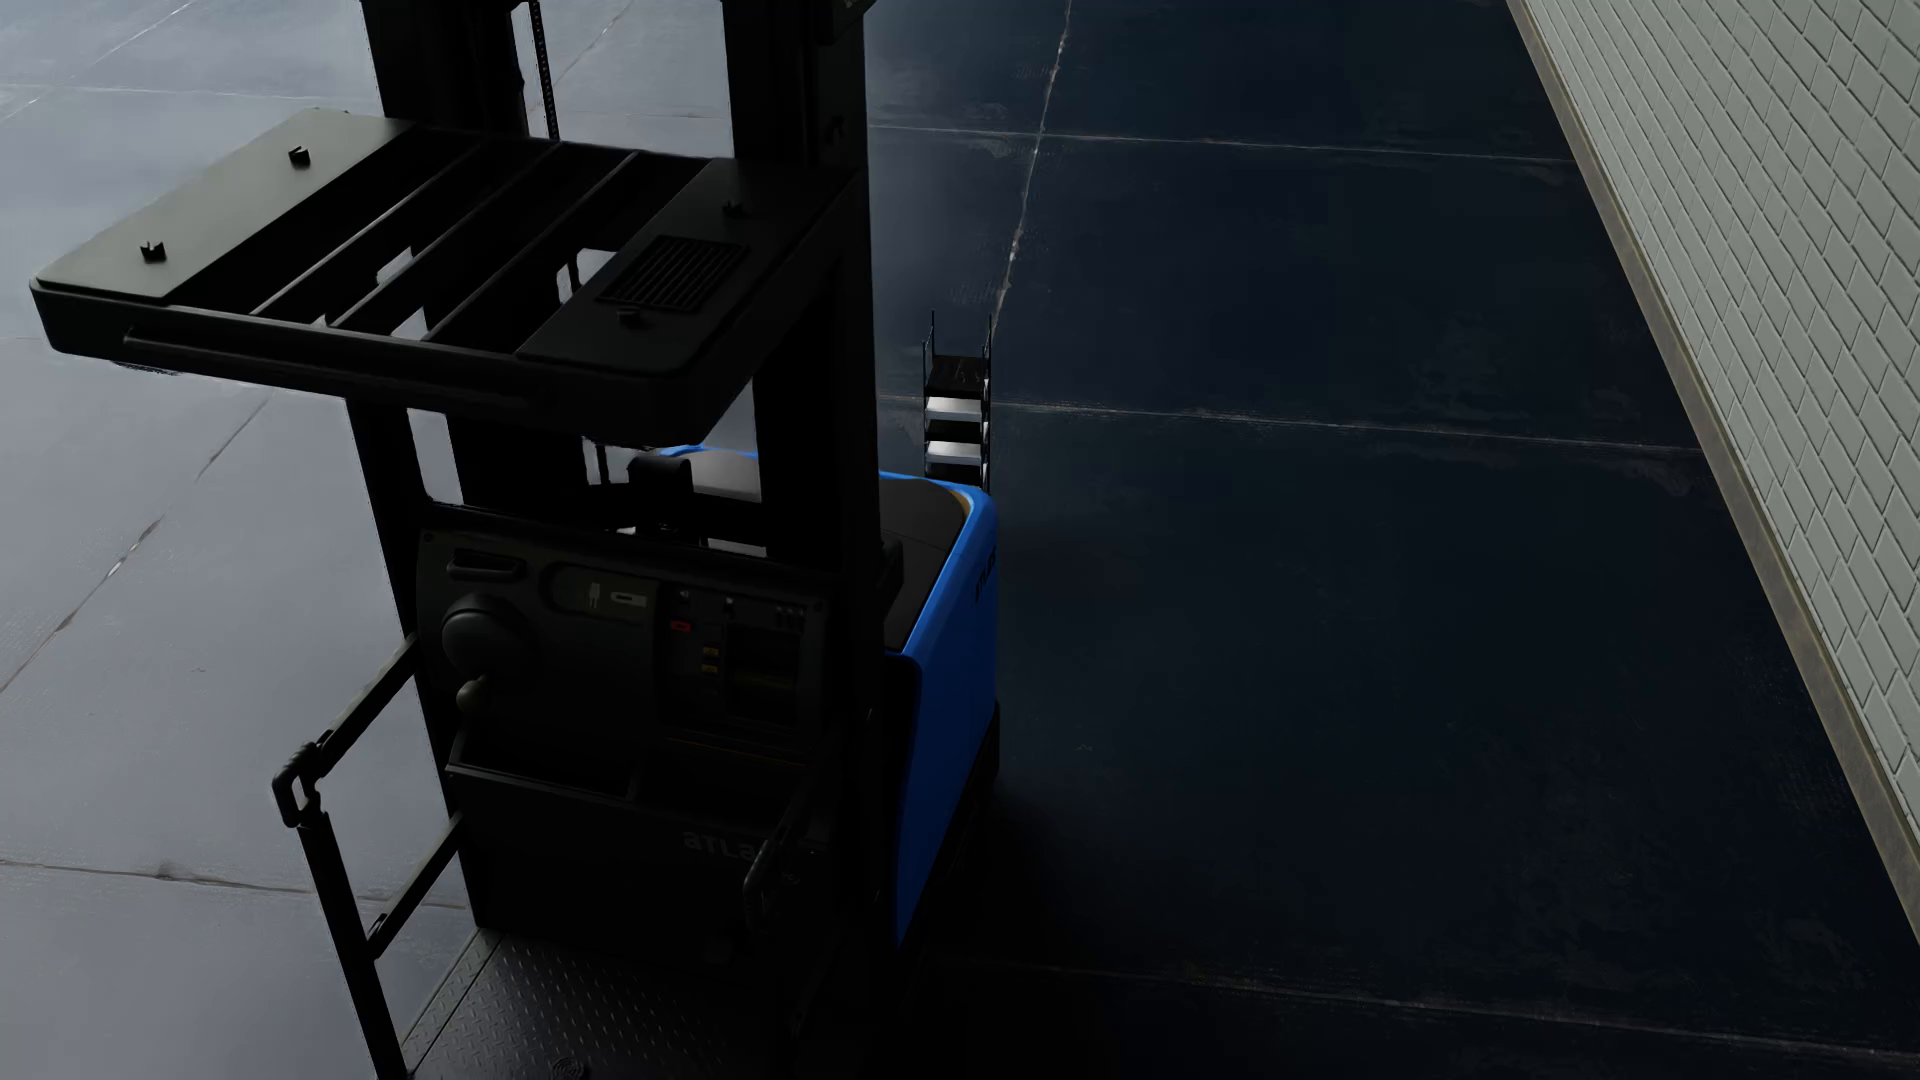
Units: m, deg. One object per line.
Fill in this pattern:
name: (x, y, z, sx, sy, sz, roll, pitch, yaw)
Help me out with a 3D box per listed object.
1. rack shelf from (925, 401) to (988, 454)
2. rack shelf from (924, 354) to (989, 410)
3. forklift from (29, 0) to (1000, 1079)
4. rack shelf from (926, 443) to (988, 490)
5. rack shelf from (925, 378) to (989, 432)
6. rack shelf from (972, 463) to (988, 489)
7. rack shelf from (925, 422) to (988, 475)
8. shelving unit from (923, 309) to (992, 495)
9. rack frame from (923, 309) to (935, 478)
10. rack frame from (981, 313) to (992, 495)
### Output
rack shelf: (-0.008, -0.413, 5.957, 0.200, 0.077, 0.258, 4, 36, 6)
rack shelf: (-0.008, -0.560, 5.852, 0.200, 0.077, 0.258, 4, 36, 6)
forklift: (-0.774, 0.283, 3.331, 1.130, 2.935, 3.031, 9, 37, 13)
rack shelf: (-0.008, -0.267, 6.061, 0.200, 0.077, 0.258, 4, 36, 6)
rack shelf: (-0.008, -0.486, 5.904, 0.200, 0.077, 0.258, 4, 36, 6)
rack shelf: (-0.008, -0.193, 6.113, 0.200, 0.077, 0.258, 4, 36, 6)
rack shelf: (-0.008, -0.340, 6.009, 0.200, 0.077, 0.258, 4, 36, 6)
shelving unit: (-0.008, -0.367, 5.989, 0.210, 0.900, 0.258, 4, 36, 6)
rack frame: (-0.109, -0.374, 6.000, 0.006, 0.900, 0.240, 4, 36, 6)
rack frame: (0.093, -0.359, 5.979, 0.006, 0.900, 0.240, 4, 36, 6)
